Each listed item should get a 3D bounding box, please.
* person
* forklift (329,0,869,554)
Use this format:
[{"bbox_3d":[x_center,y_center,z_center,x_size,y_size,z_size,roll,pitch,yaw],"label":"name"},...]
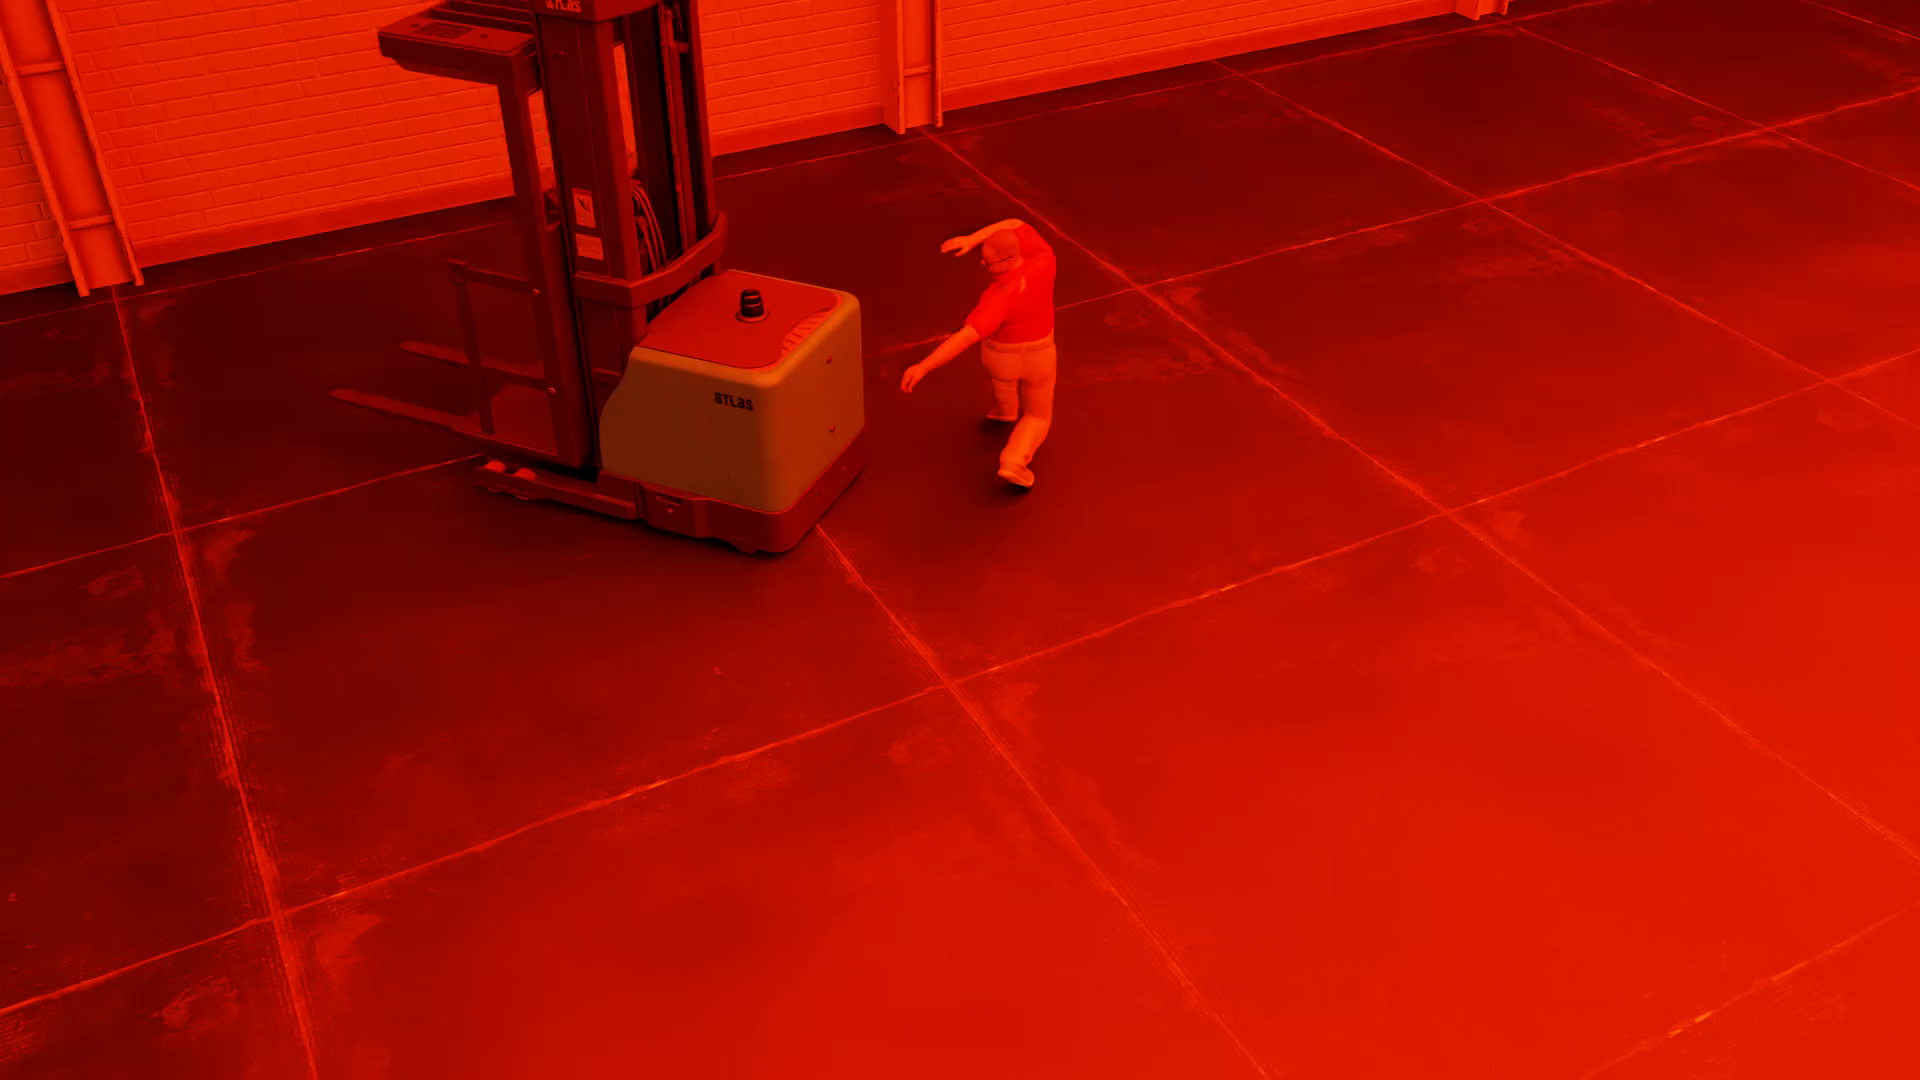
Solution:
[{"bbox_3d":[0.079,-1.032,8.897,0.898,1.457,0.985,-6,36,-8],"label":"person"},{"bbox_3d":[-2.068,-1.677,8.495,3.031,2.935,1.130,14,38,19],"label":"forklift"}]
